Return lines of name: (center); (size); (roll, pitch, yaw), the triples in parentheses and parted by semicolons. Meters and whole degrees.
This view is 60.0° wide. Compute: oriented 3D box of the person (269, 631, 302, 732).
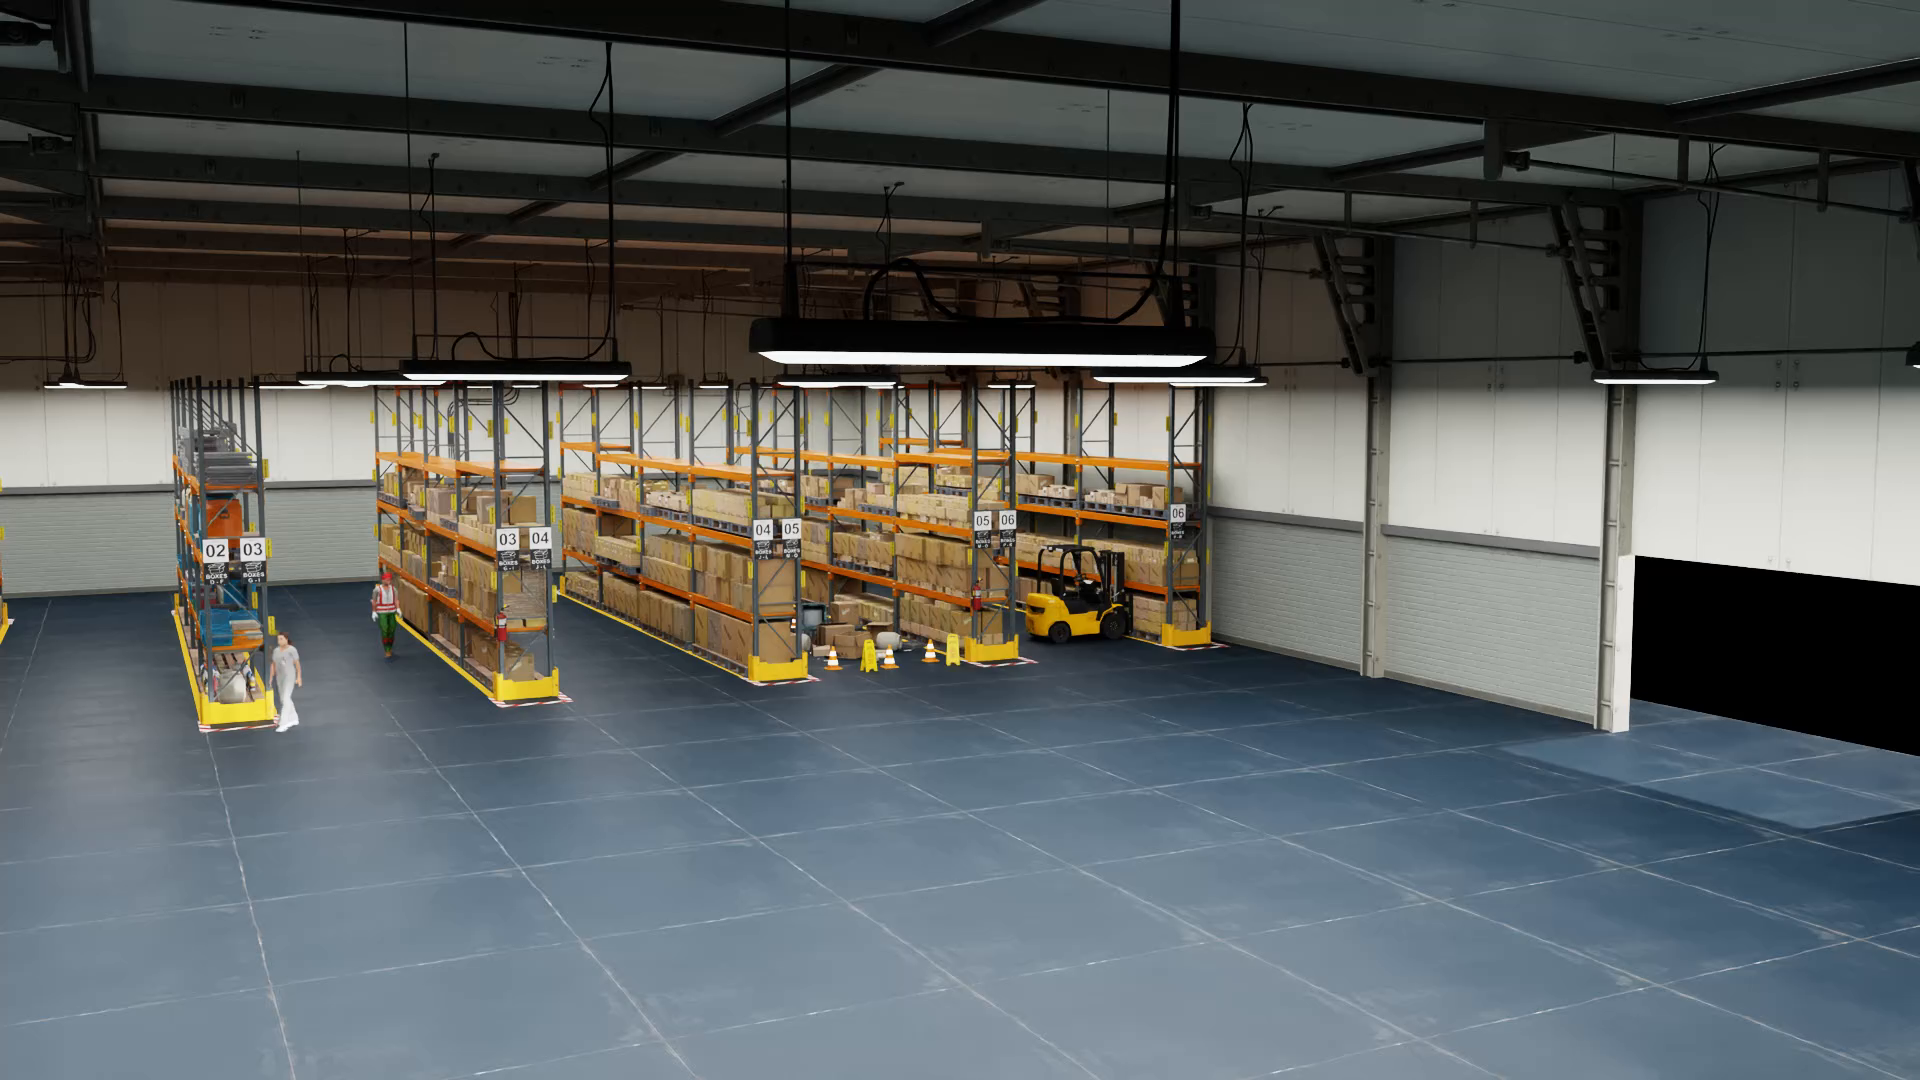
person: (-11.497, 2.399, 28.277); (0.477, 1.713, 0.603); (2, 5, 22)

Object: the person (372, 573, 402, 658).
person: (-12.415, 1.629, 36.159); (0.563, 1.801, 0.670); (-4, 7, -40)

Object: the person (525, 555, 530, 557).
person: (-12.577, 0.597, 48.586); (0.506, 1.629, 0.985); (5, 7, 43)
